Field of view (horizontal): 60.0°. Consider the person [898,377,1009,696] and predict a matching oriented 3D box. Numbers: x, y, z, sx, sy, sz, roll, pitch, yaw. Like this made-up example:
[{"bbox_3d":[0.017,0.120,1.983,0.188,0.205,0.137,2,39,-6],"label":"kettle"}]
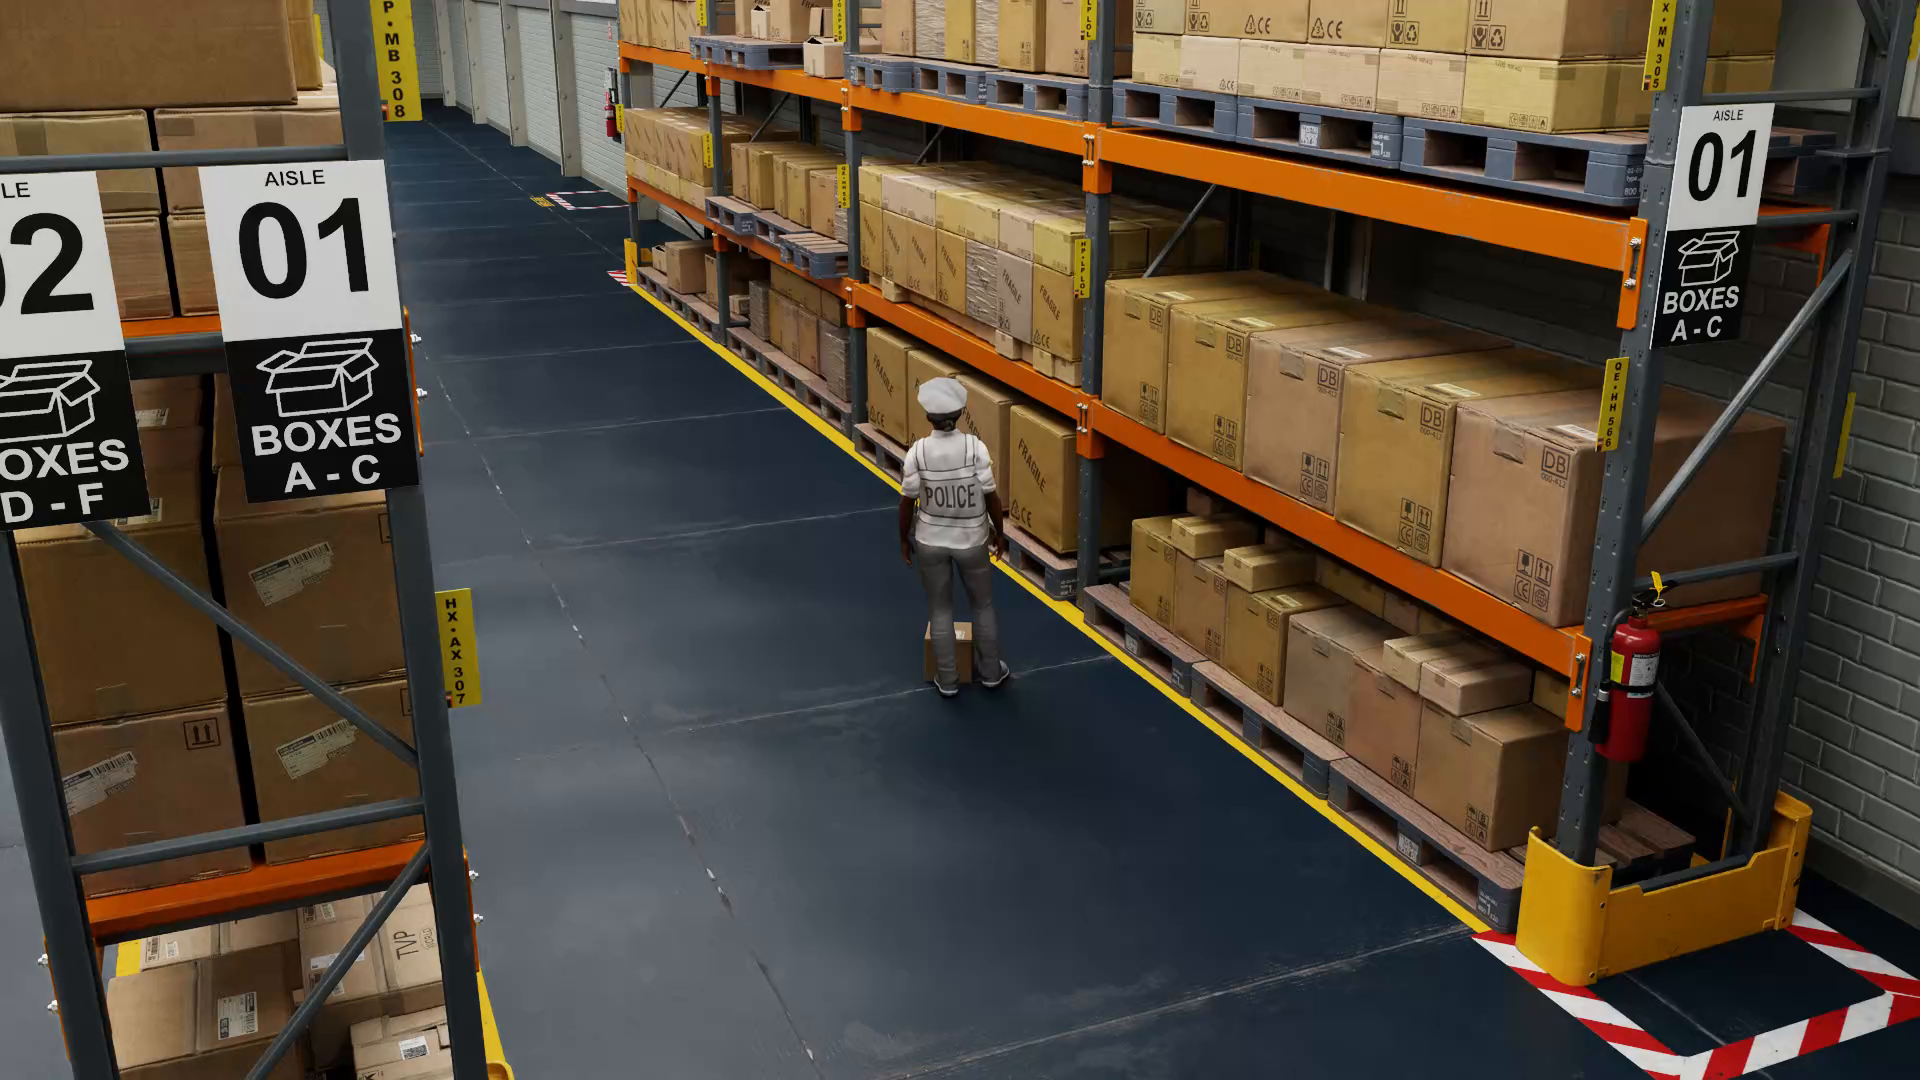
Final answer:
[{"bbox_3d":[-0.026,-0.019,8.541,0.569,1.694,0.530,1,19,2],"label":"person"}]
